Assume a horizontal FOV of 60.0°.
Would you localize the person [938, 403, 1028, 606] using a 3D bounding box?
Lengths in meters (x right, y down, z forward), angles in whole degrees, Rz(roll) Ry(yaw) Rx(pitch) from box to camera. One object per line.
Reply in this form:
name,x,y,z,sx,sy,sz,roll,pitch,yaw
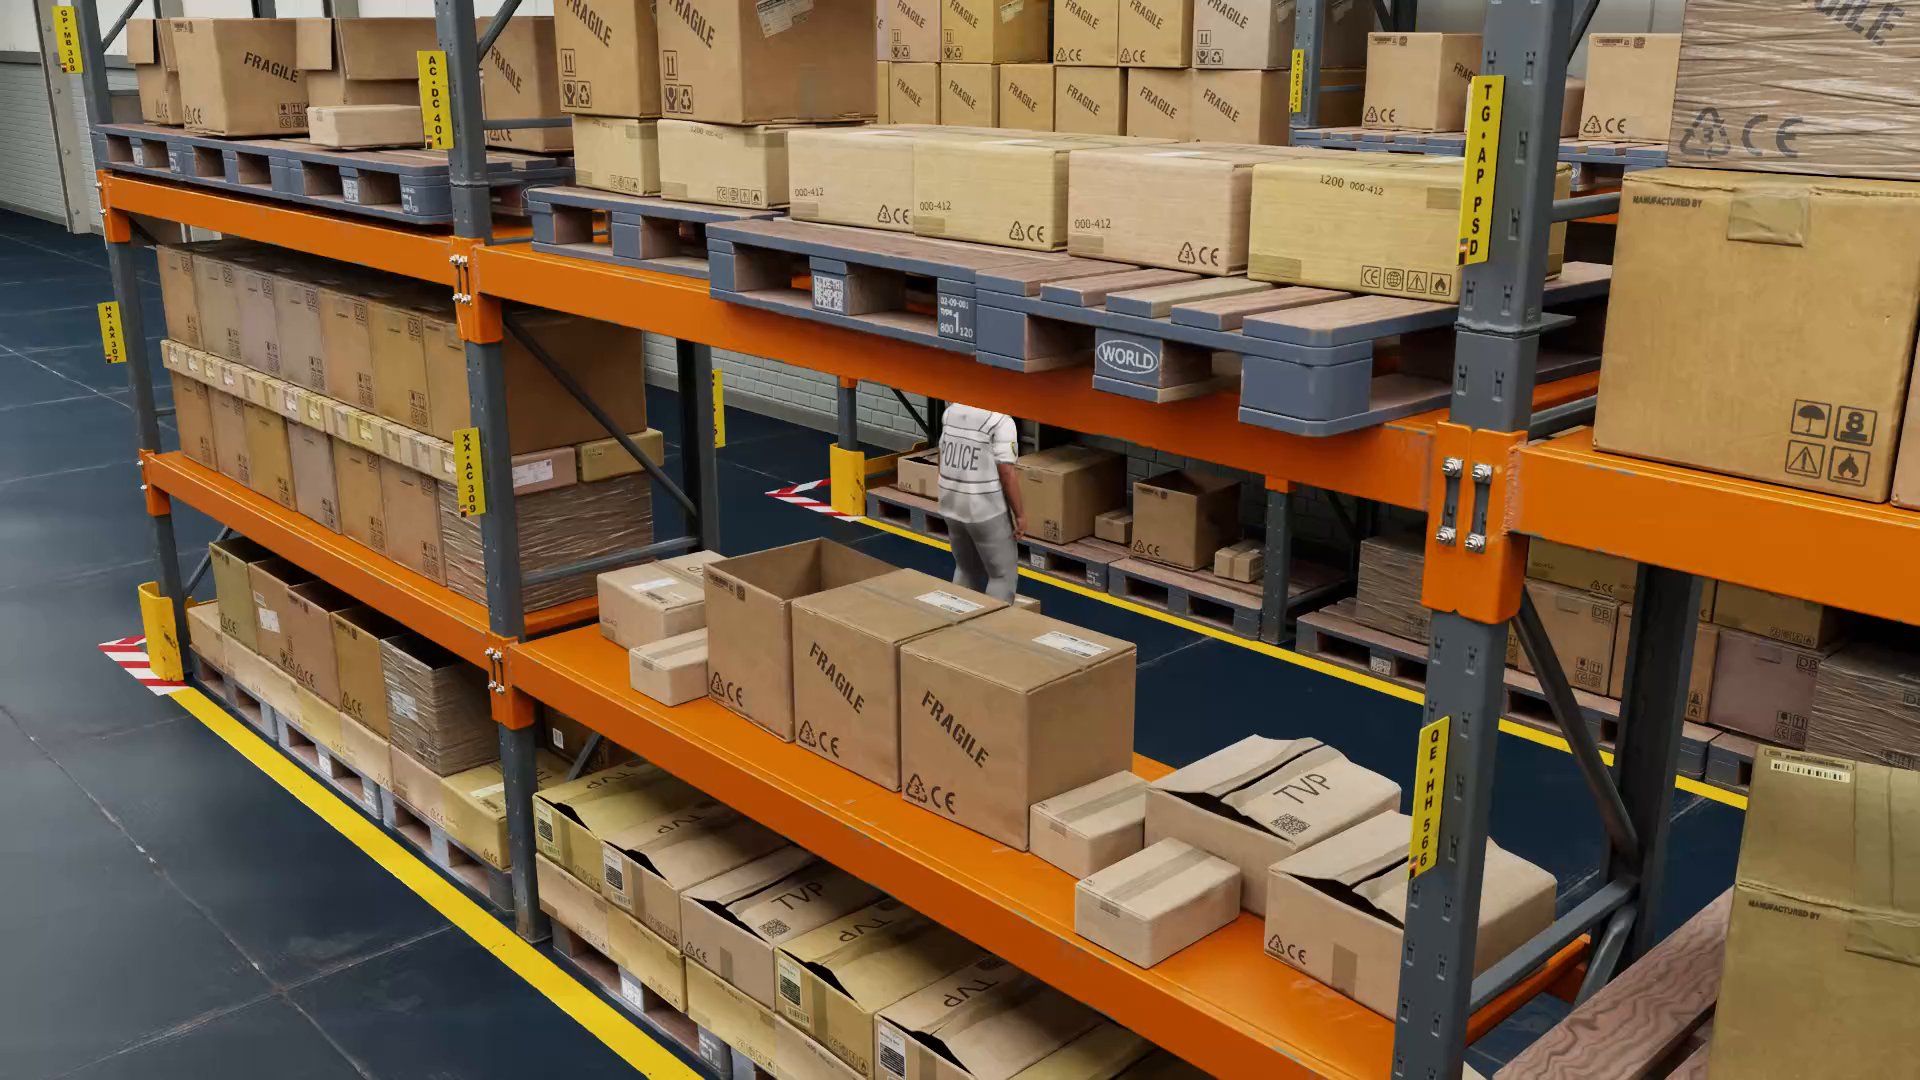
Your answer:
person,0.114,-0.176,9.600,0.600,1.749,0.429,16,23,42
